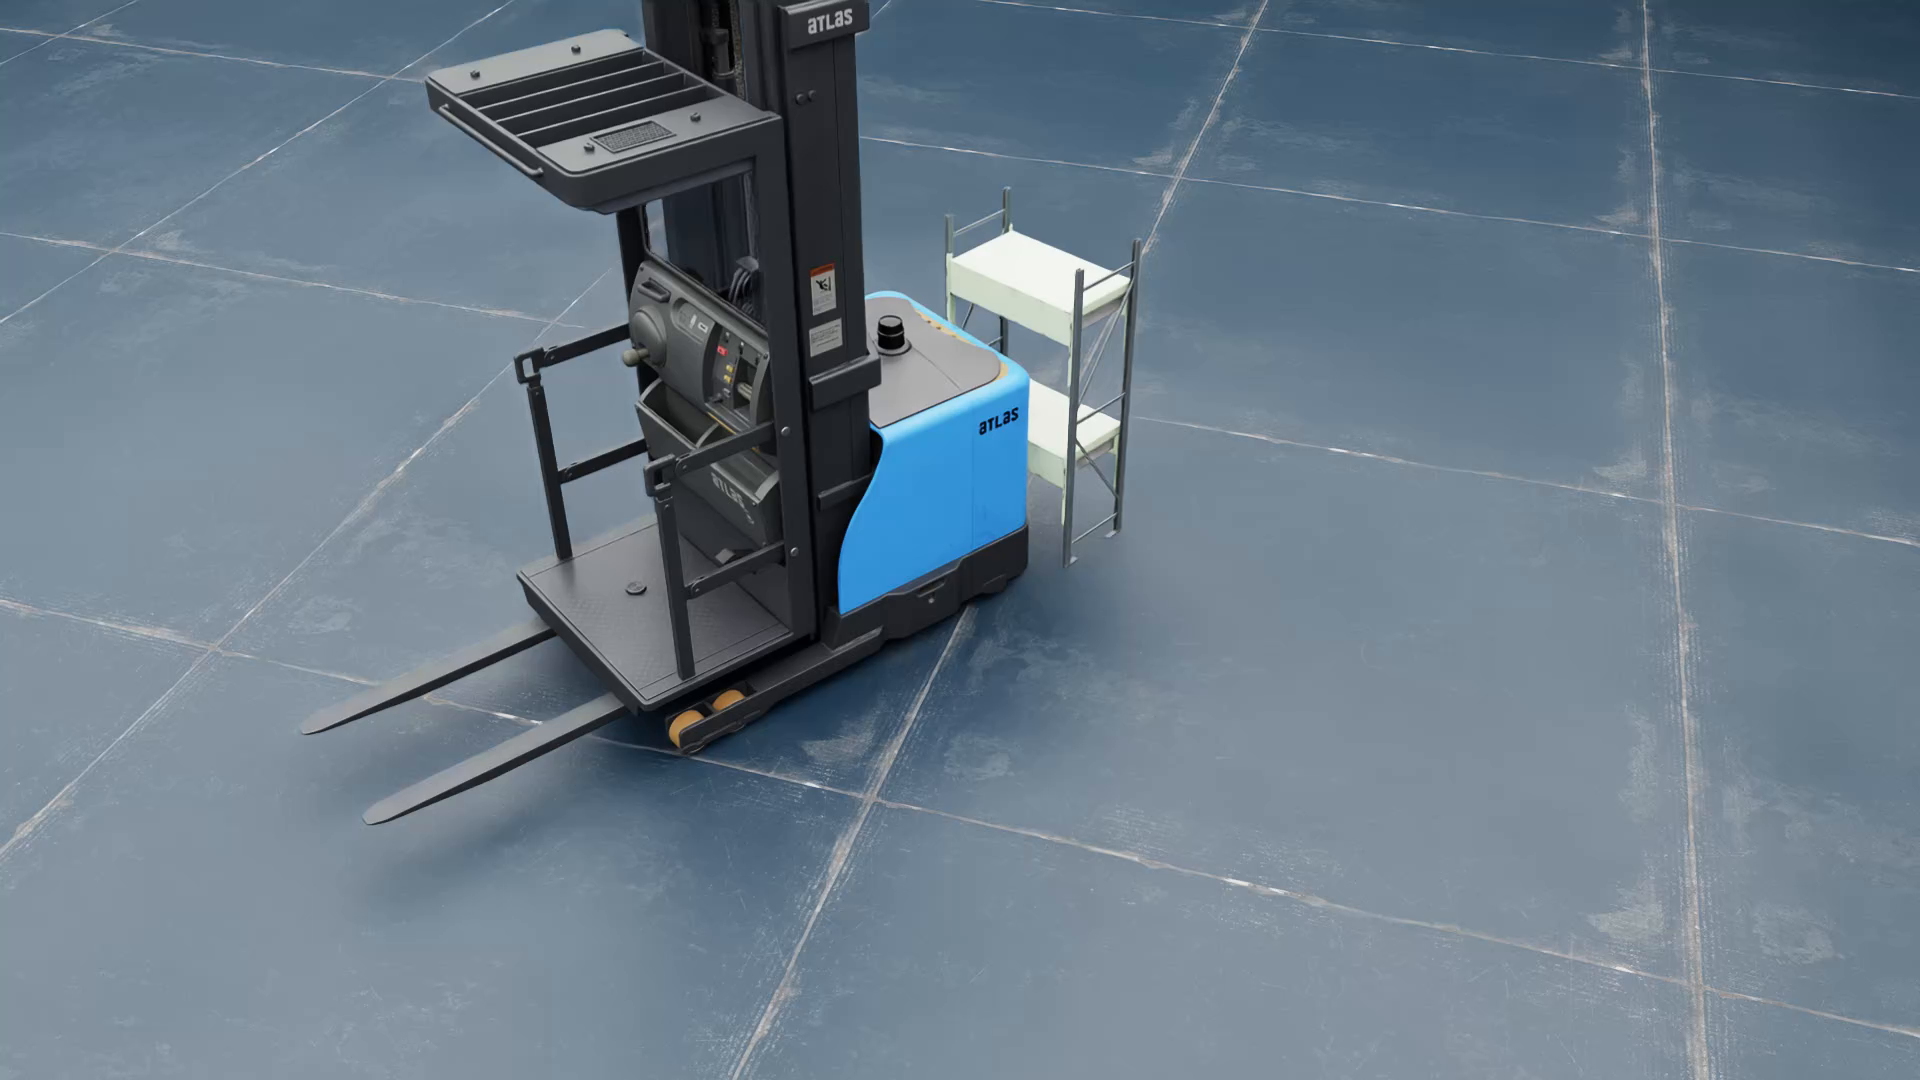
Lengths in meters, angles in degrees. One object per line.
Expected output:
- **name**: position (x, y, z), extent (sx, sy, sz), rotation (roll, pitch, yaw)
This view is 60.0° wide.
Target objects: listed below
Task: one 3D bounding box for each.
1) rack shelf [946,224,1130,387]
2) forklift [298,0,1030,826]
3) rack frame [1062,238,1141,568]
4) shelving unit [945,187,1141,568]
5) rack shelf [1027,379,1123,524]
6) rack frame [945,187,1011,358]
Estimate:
- **rack shelf**: position (0.345, -1.030, 7.225), extent (0.720, 0.370, 0.431), rotation (29, 45, 34)
- **forklift**: position (-1.160, -0.691, 6.216), extent (3.031, 2.935, 1.130), rotation (-25, 43, -30)
- **rack frame**: position (0.610, -0.566, 7.253), extent (0.023, 1.500, 0.400), rotation (29, 45, 34)
- **shelving unit**: position (0.345, -0.715, 7.457), extent (0.755, 1.500, 0.431), rotation (29, 45, 34)
- **rack shelf**: position (0.345, -0.453, 7.650), extent (0.720, 0.370, 0.431), rotation (29, 45, 34)
- **rack frame**: position (0.080, -0.865, 7.660), extent (0.023, 1.500, 0.400), rotation (29, 45, 34)
